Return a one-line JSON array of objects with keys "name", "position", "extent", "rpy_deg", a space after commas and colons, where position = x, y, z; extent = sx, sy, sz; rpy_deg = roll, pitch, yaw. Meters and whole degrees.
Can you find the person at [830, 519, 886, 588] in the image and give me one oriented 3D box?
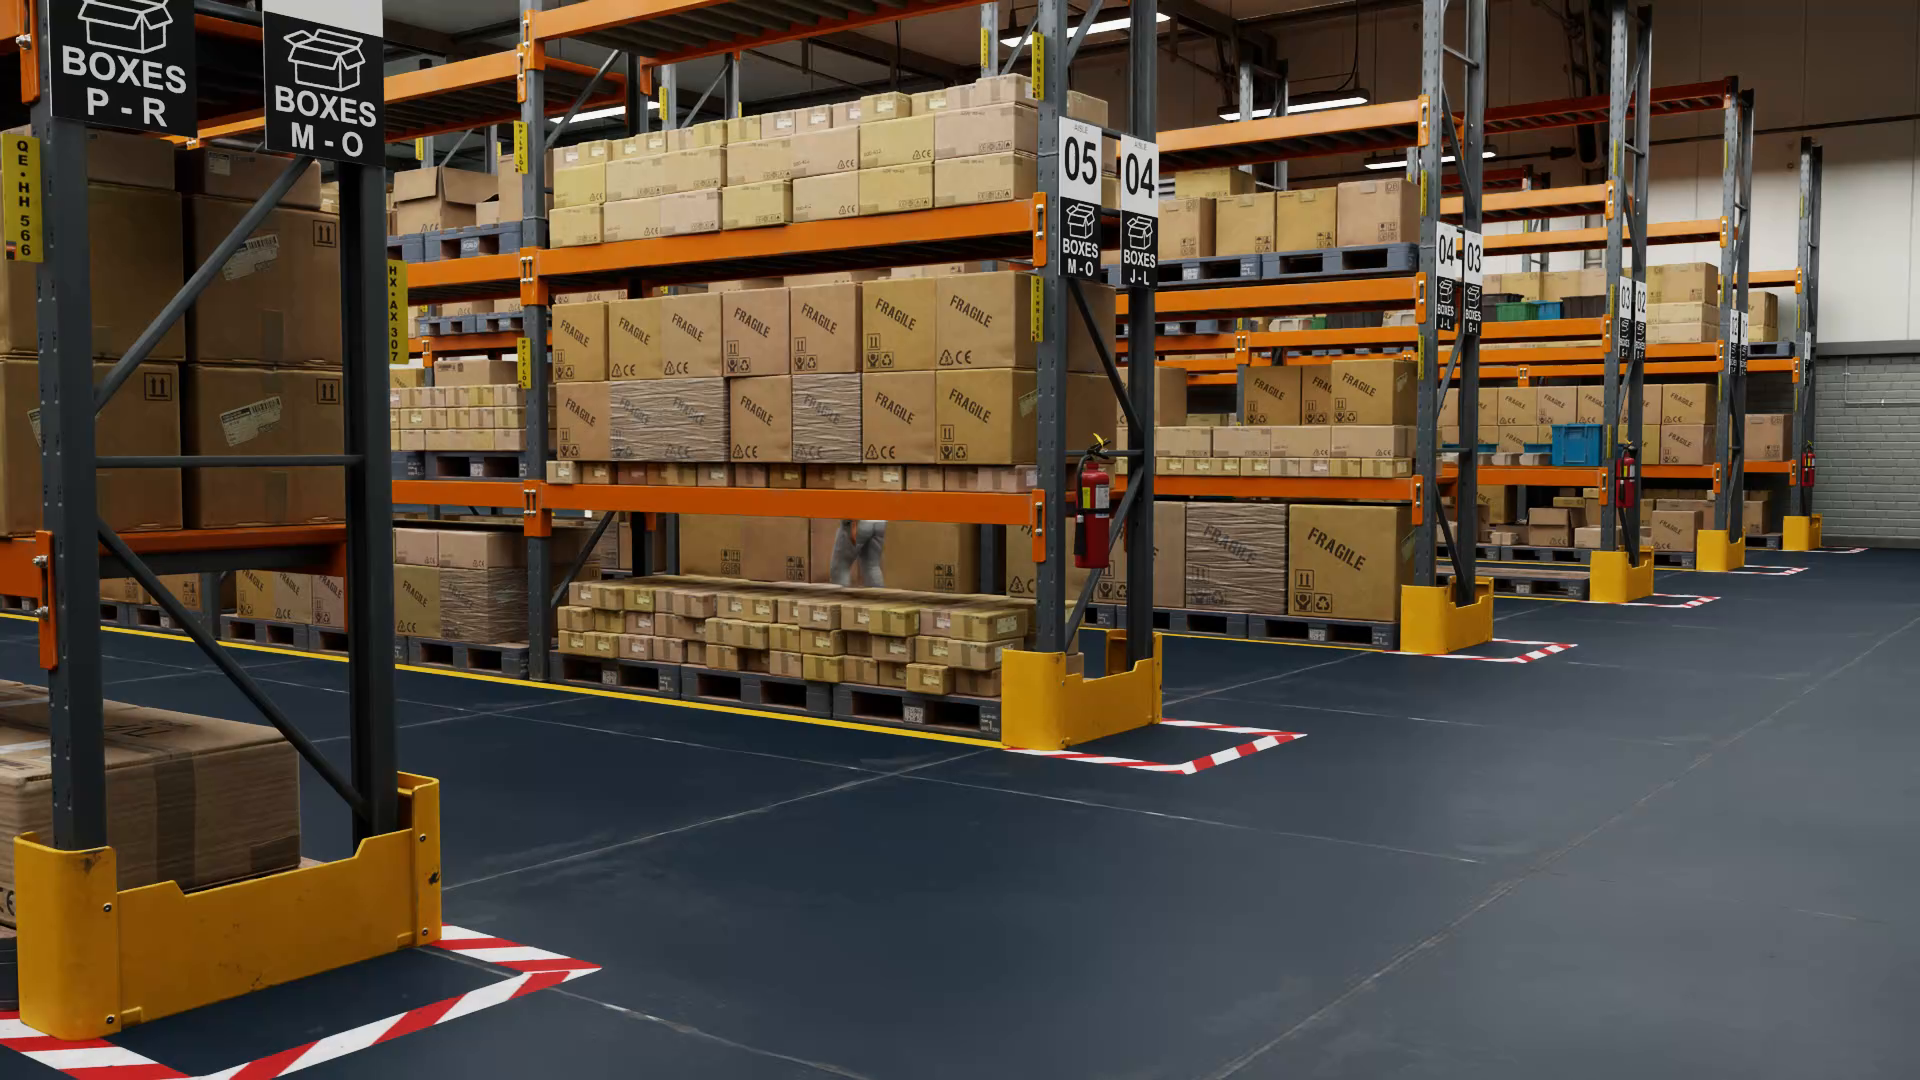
[{"name": "person", "position": [-0.918, -0.089, 14.189], "extent": [0.573, 1.675, 0.535], "rpy_deg": [2, 4, 30]}]
